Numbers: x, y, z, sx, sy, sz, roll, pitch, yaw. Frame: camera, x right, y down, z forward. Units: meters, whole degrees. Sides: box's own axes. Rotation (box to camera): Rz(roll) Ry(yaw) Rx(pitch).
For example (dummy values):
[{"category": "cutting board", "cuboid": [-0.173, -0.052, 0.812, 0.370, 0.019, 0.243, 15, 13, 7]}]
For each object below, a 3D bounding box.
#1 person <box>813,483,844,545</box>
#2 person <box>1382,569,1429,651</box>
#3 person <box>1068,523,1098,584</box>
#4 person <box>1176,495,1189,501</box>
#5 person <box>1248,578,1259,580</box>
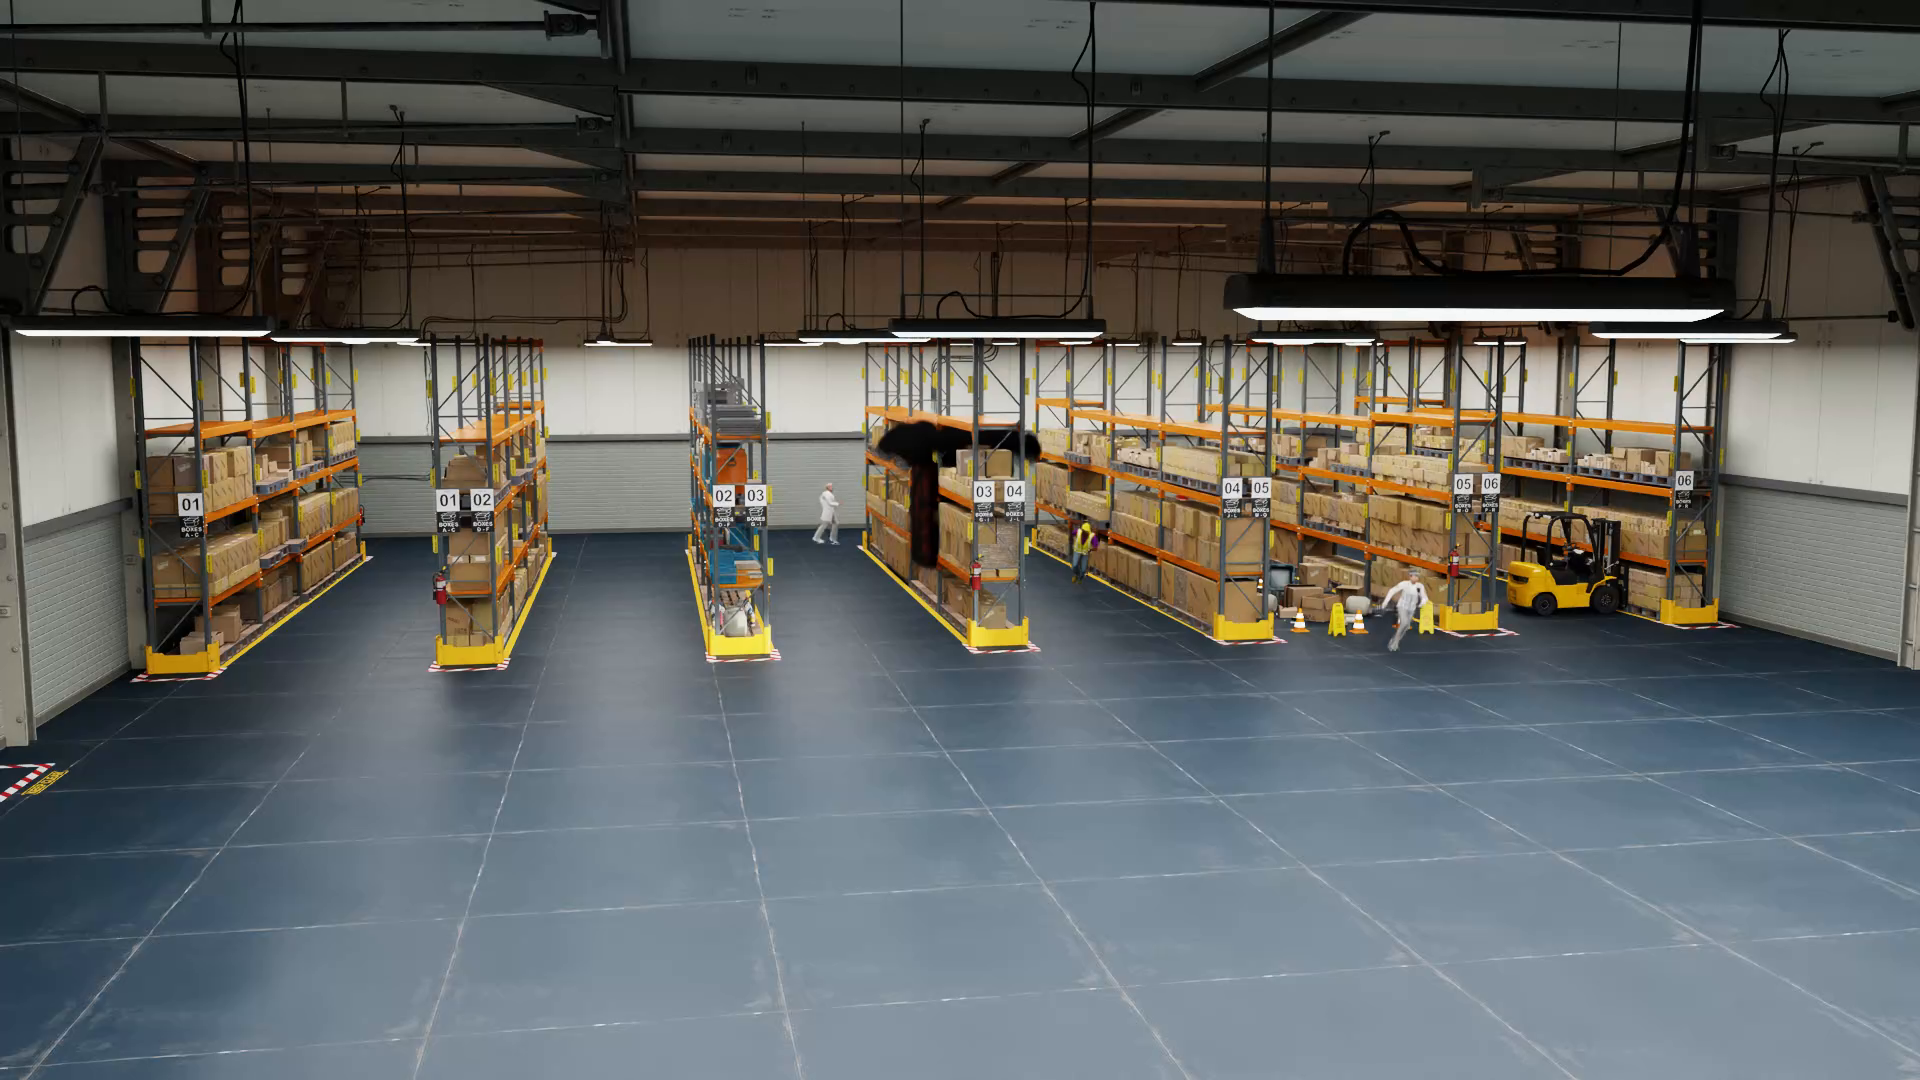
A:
[{"category": "person", "cuboid": [-3.872, -0.746, 48.793, 0.930, 1.847, 0.690, 0, 7, -1]}, {"category": "person", "cuboid": [8.511, 1.333, 31.606, 0.764, 1.594, 0.652, -2, 7, -13]}, {"category": "person", "cuboid": [2.846, 0.321, 38.543, 0.726, 1.512, 0.993, 1, 7, 7]}, {"category": "person", "cuboid": [6.807, -0.941, 50.528, 0.947, 1.712, 0.673, -1, 7, -12]}, {"category": "person", "cuboid": [7.210, 0.209, 41.197, 0.565, 1.632, 0.717, -4, 8, -30]}]
